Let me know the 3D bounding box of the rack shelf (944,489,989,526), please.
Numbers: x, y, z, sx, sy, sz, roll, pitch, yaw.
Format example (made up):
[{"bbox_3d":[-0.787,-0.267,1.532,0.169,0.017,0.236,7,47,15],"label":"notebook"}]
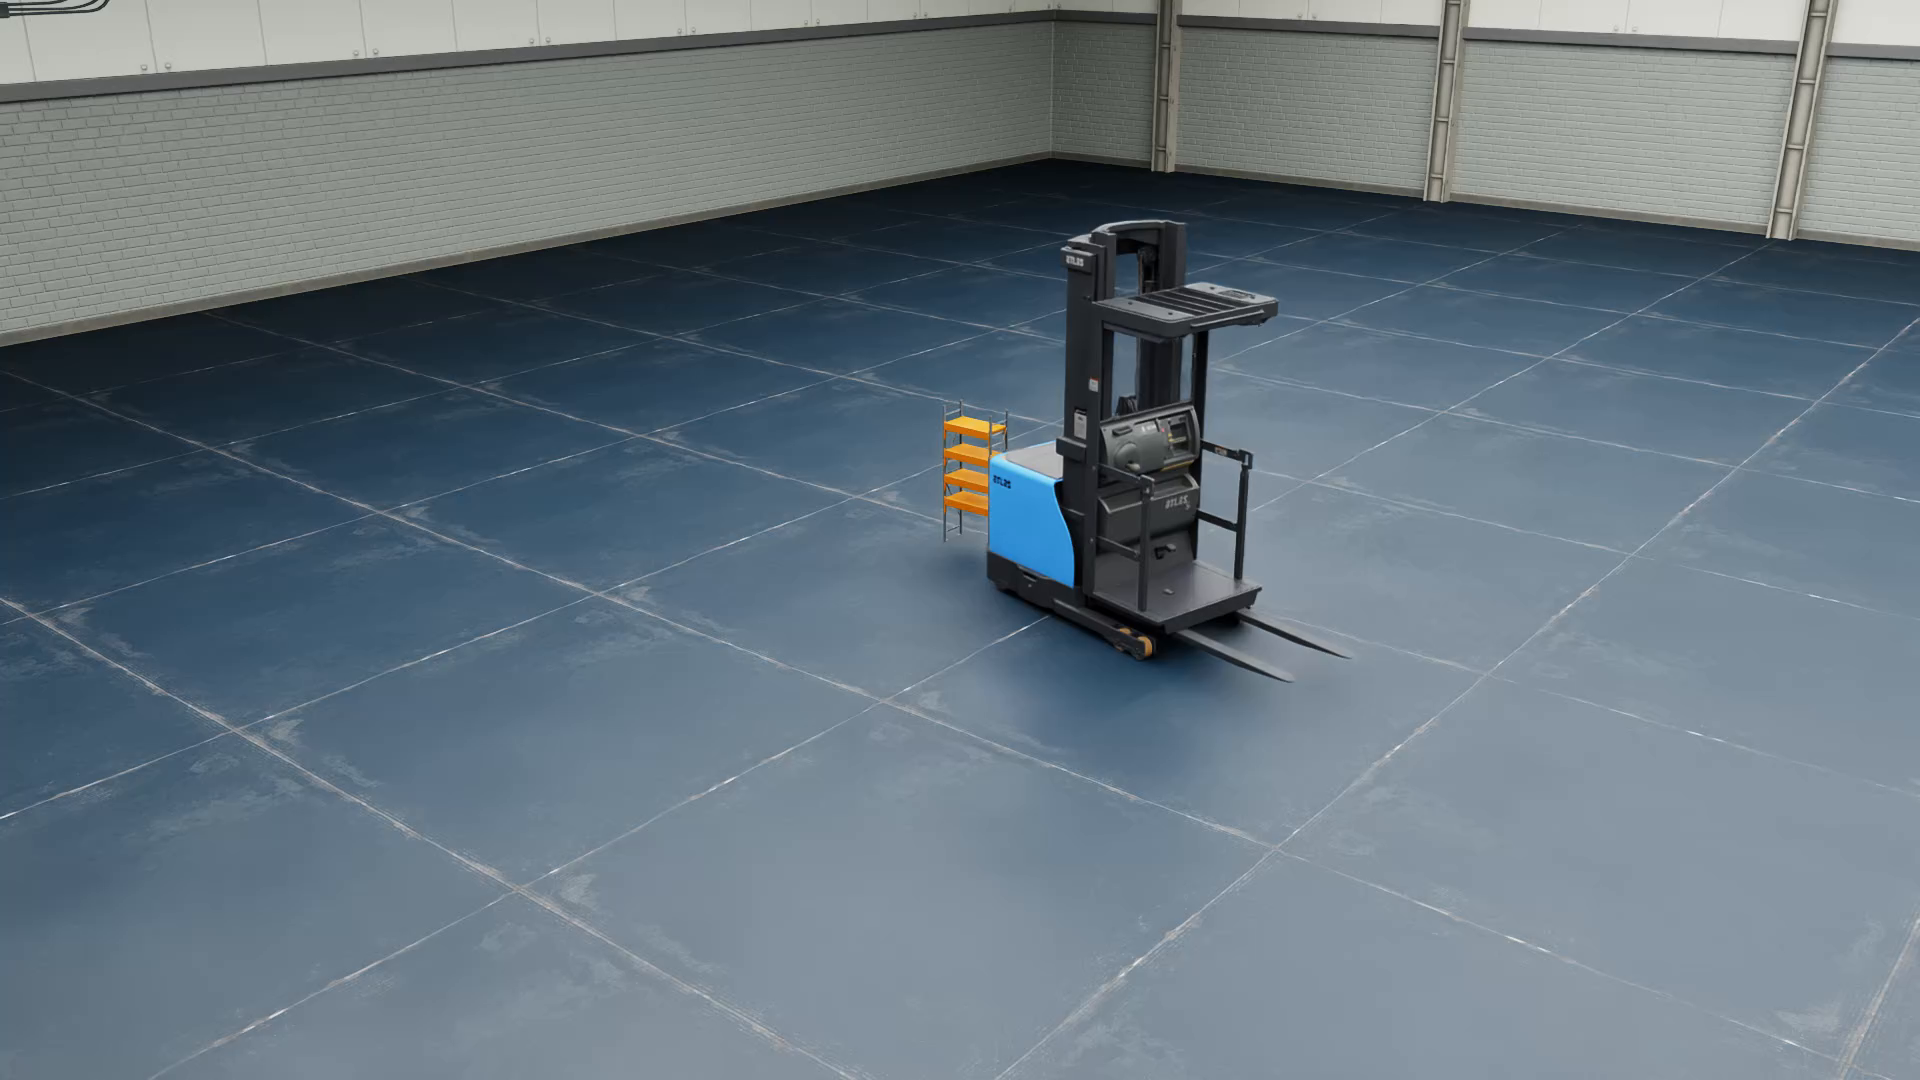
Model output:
[{"bbox_3d":[0.128,-0.276,13.955,0.480,0.148,0.258,16,26,36],"label":"rack shelf"}]

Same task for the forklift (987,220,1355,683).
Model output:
[{"bbox_3d":[1.519,-0.713,11.908,1.130,2.935,3.031,-15,26,-35],"label":"forklift"}]

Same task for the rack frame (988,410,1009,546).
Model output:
[{"bbox_3d":[0.317,-0.470,13.716,0.015,1.200,0.240,16,26,36],"label":"rack frame"}]

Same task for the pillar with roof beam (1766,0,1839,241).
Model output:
[{"bbox_3d":[10.781,-8.003,22.640,0.400,9.000,9.100,16,26,36],"label":"pillar with roof beam"}]

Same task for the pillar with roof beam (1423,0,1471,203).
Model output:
[{"bbox_3d":[6.133,-9.342,26.190,0.400,9.000,9.100,16,26,36],"label":"pillar with roof beam"}]

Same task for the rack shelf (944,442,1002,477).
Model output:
[{"bbox_3d":[0.128,-0.671,13.806,0.480,0.148,0.258,16,26,36],"label":"rack shelf"}]

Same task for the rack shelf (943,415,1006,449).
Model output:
[{"bbox_3d":[0.128,-0.892,13.722,0.480,0.148,0.258,16,26,36],"label":"rack shelf"}]

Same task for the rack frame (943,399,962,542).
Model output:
[{"bbox_3d":[-0.061,-0.579,14.005,0.015,1.200,0.240,16,26,36],"label":"rack frame"}]

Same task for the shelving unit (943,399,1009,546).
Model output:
[{"bbox_3d":[0.128,-0.524,13.861,0.503,1.200,0.258,16,26,36],"label":"shelving unit"}]

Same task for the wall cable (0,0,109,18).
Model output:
[{"bbox_3d":[-11.142,-8.448,19.000,0.169,6.003,2.305,16,26,36],"label":"wall cable"}]

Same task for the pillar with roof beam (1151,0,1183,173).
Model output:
[{"bbox_3d":[1.484,-10.680,29.739,0.400,9.000,9.100,16,26,36],"label":"pillar with roof beam"}]

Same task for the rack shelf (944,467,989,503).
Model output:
[{"bbox_3d":[0.128,-0.462,13.885,0.480,0.148,0.258,16,26,36],"label":"rack shelf"}]
